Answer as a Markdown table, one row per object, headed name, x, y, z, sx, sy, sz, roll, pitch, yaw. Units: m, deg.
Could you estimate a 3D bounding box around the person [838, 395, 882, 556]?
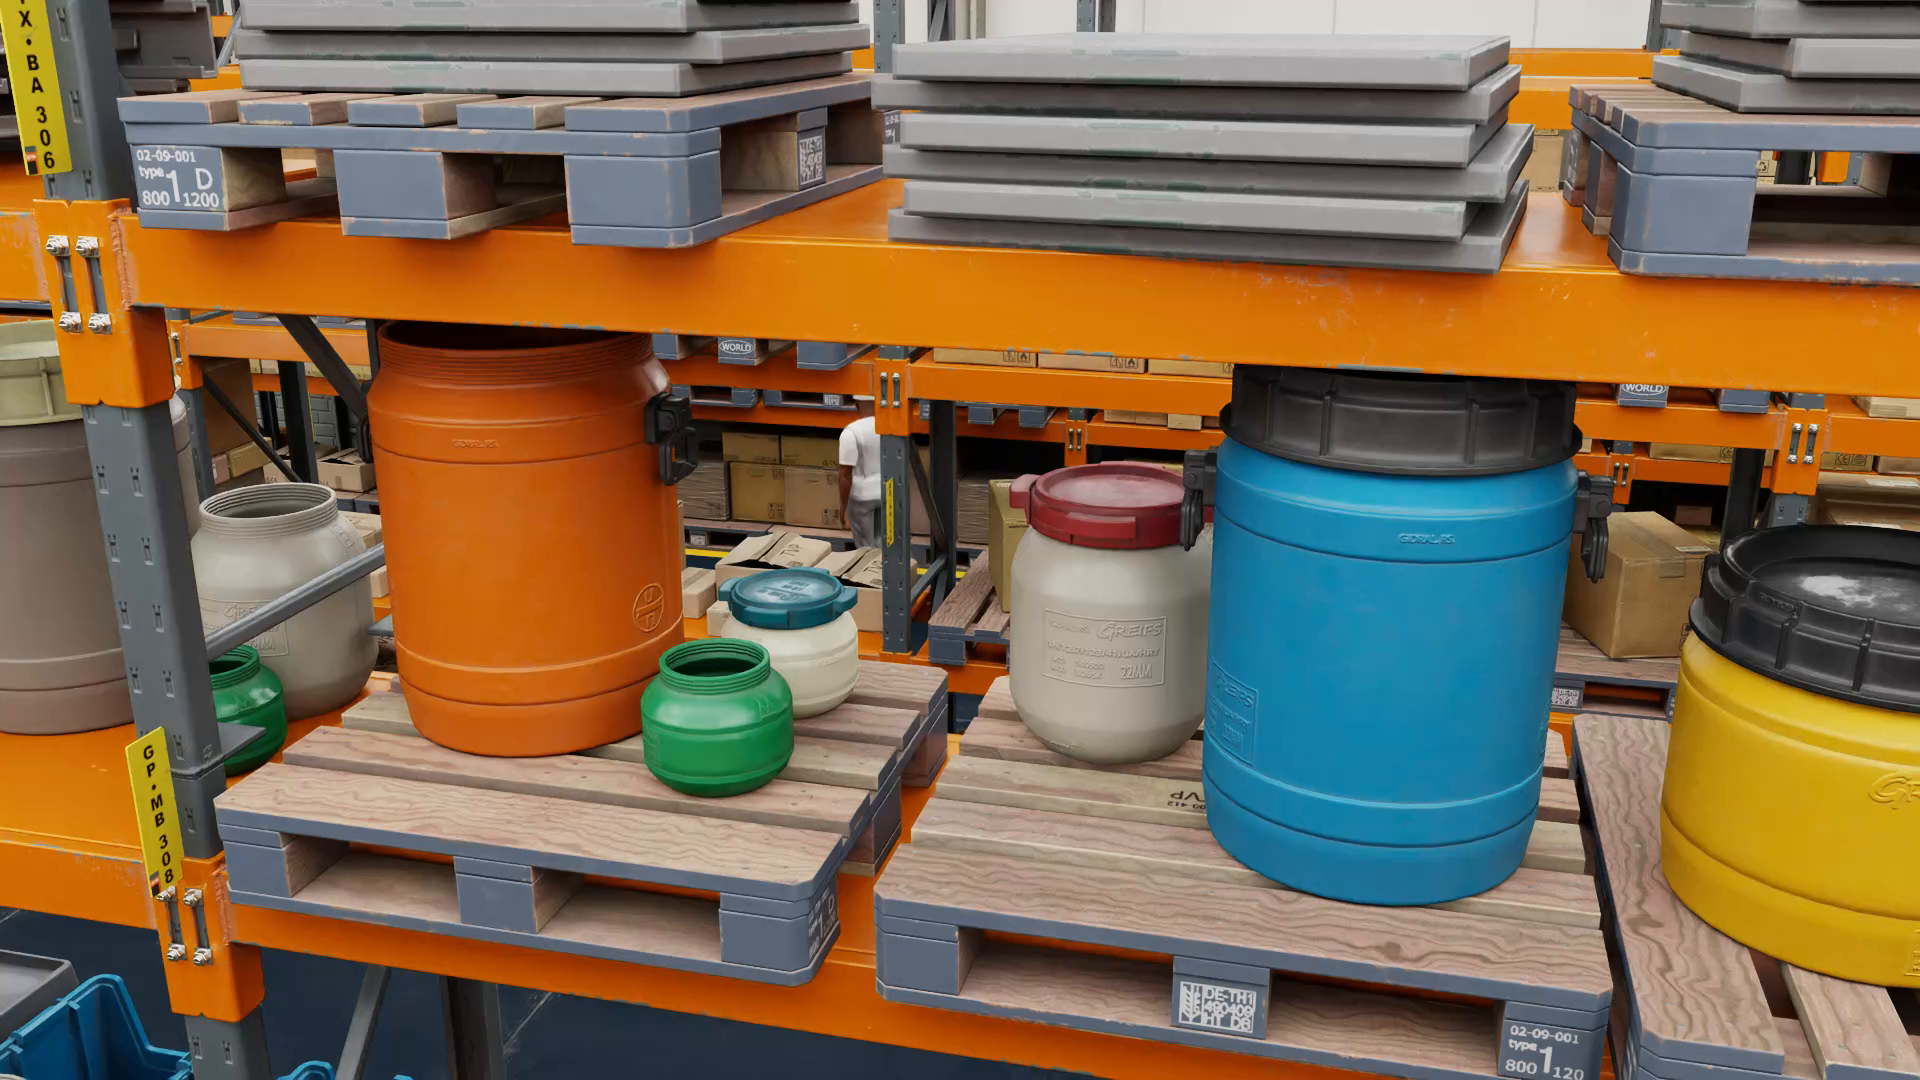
| name | x | y | z | sx | sy | sz | roll | pitch | yaw |
| --- | --- | --- | --- | --- | --- | --- | --- | --- | --- |
| person | -0.759 | -0.377 | 12.632 | 0.594 | 1.759 | 0.669 | -13 | 22 | -35 |
